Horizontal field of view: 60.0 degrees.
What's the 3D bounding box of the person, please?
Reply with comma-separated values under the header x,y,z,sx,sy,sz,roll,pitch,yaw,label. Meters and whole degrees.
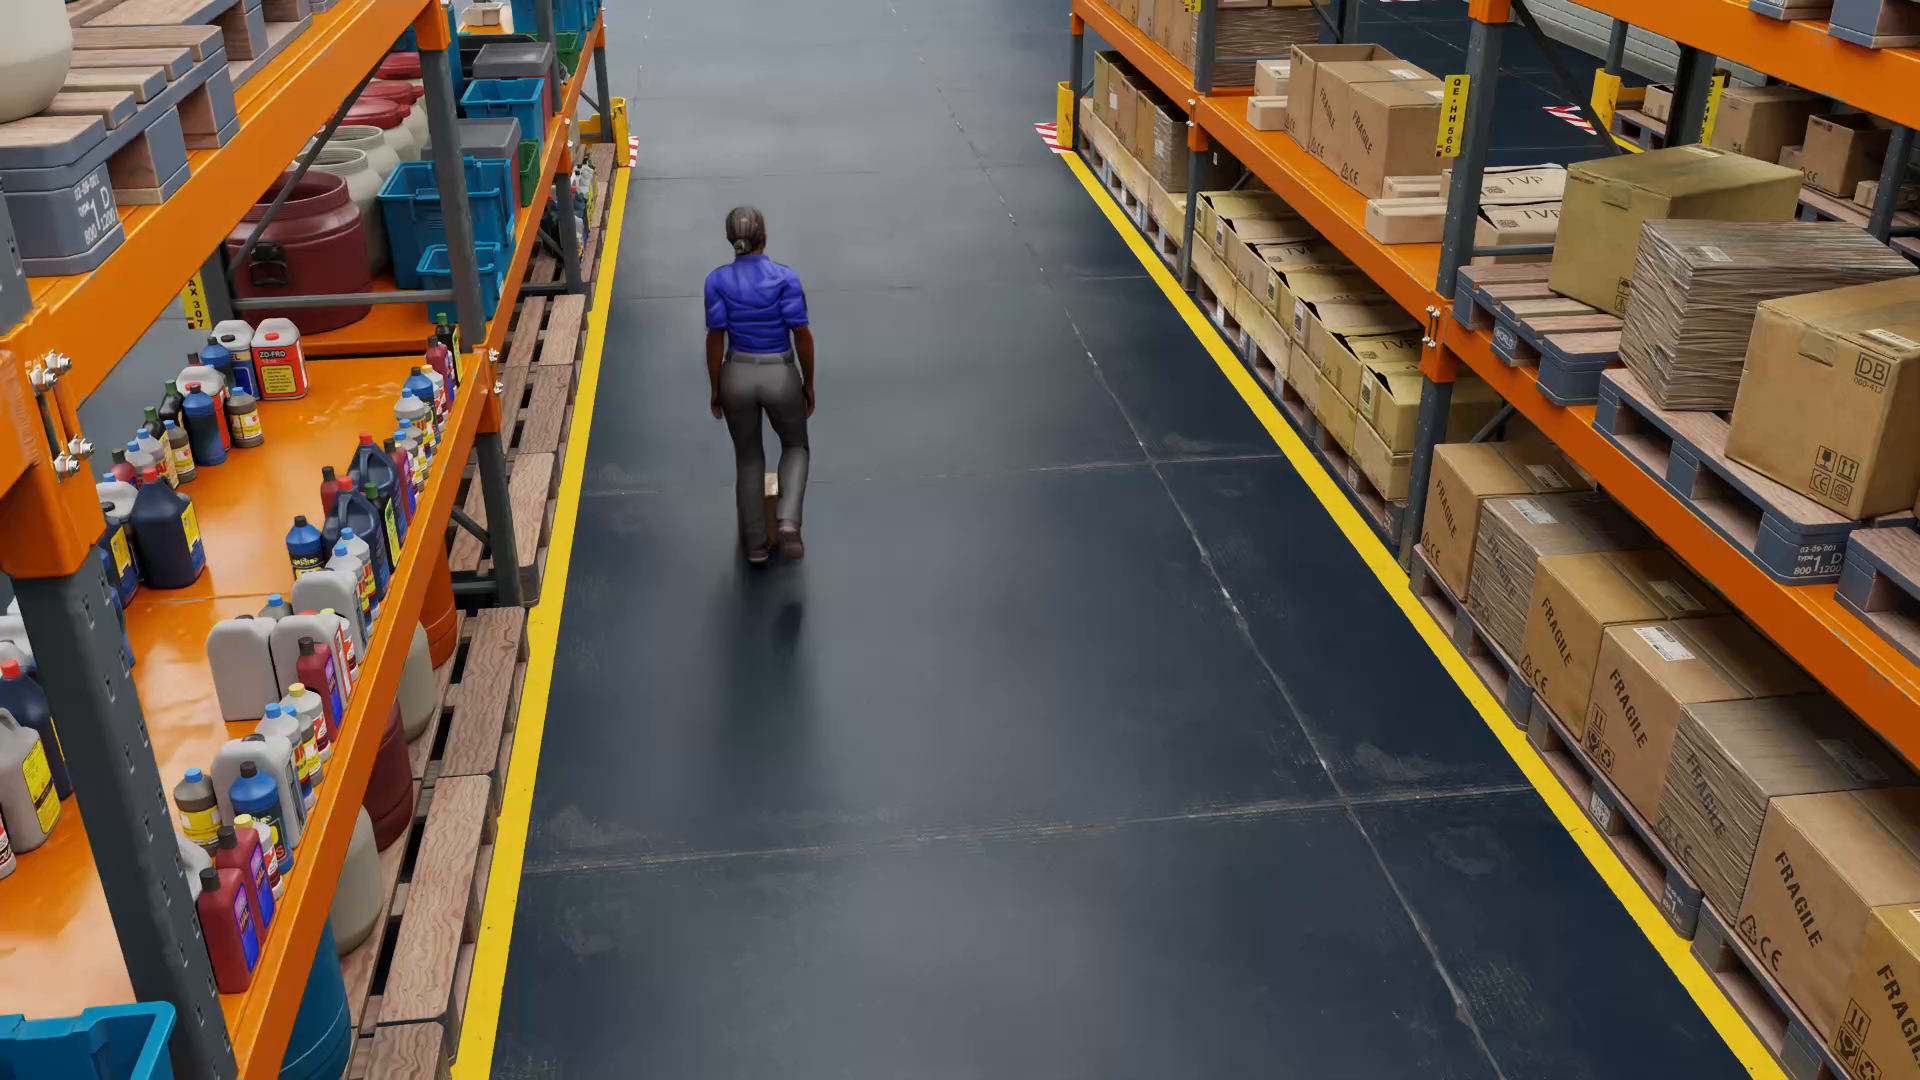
x,y,z,sx,sy,sz,roll,pitch,yaw,label
-0.879,-0.650,7.353,0.480,1.645,0.488,0,27,0,person
